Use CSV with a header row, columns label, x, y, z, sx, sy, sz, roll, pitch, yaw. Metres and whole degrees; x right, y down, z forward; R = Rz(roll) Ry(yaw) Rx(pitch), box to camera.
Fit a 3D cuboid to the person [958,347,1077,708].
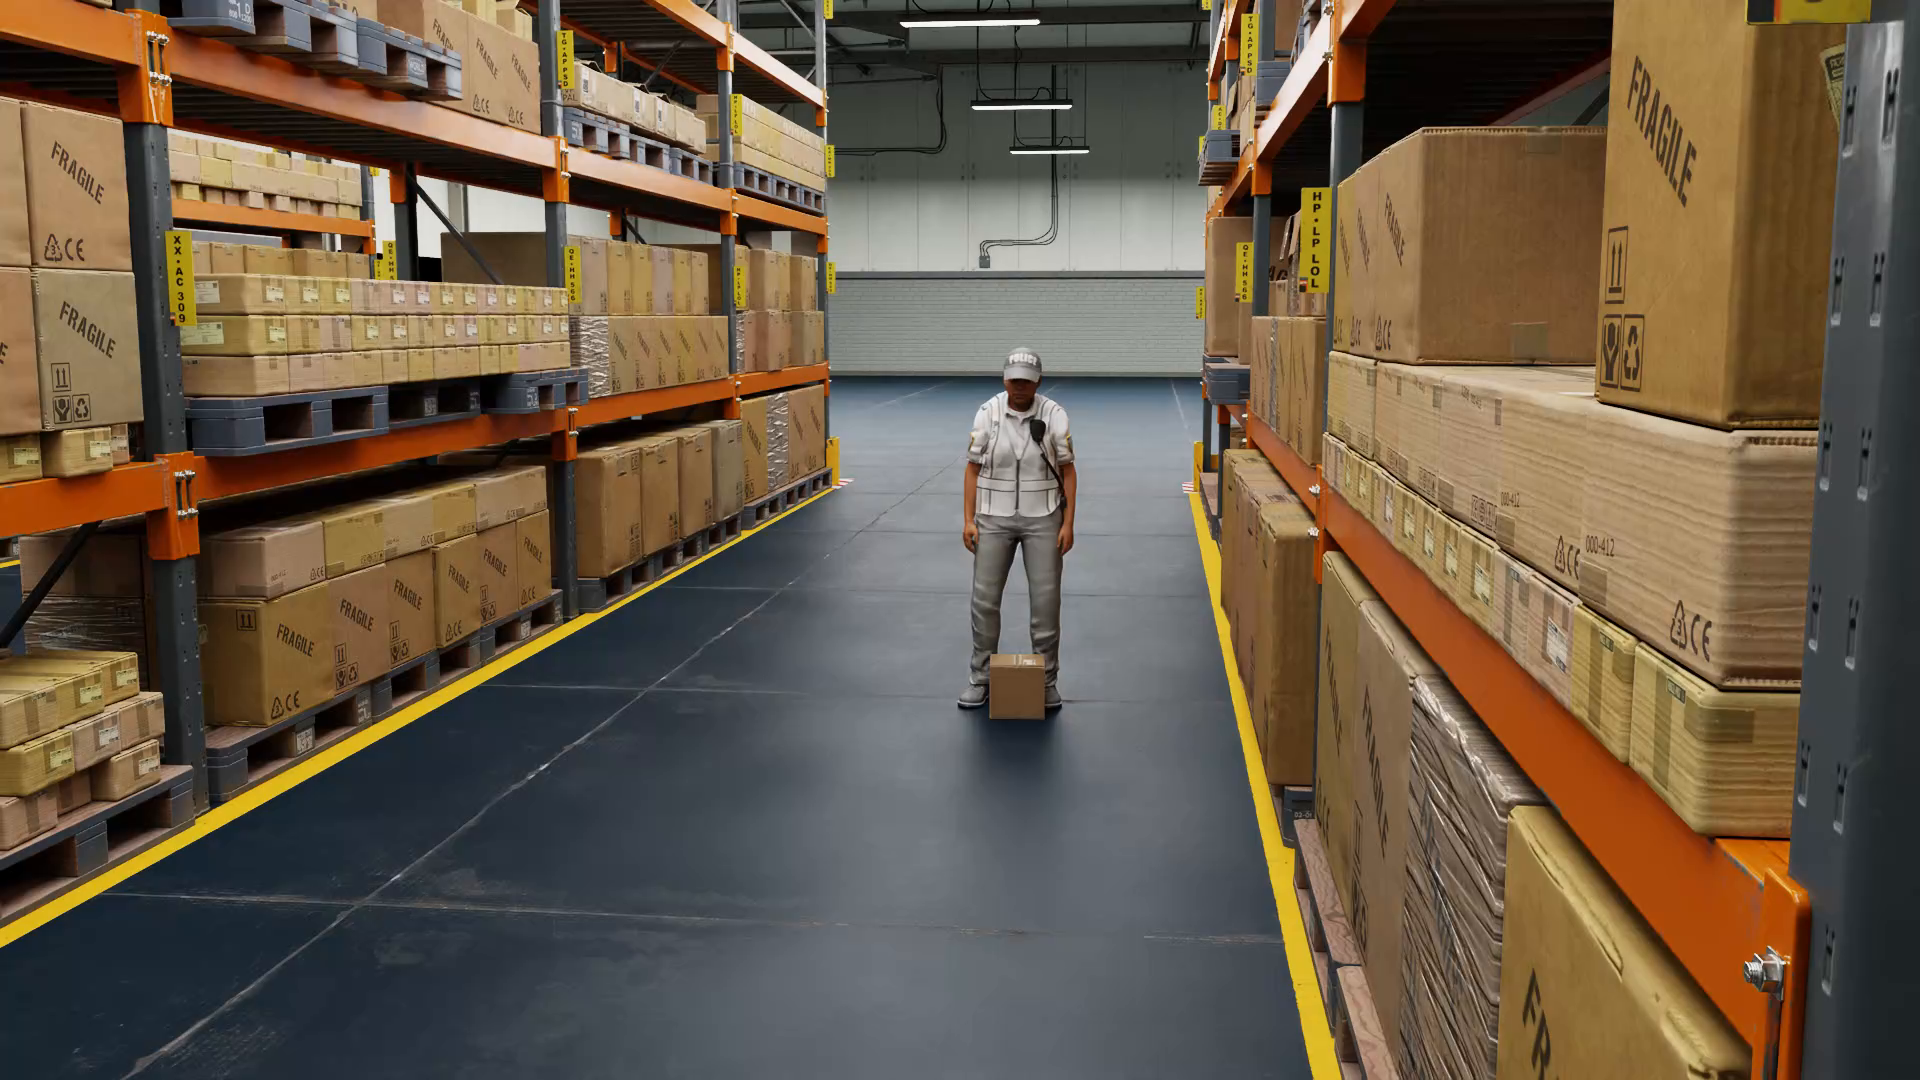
label,x,y,z,sx,sy,sz,roll,pitch,yaw
person,0.267,-0.061,7.725,0.539,1.666,0.466,1,8,7
